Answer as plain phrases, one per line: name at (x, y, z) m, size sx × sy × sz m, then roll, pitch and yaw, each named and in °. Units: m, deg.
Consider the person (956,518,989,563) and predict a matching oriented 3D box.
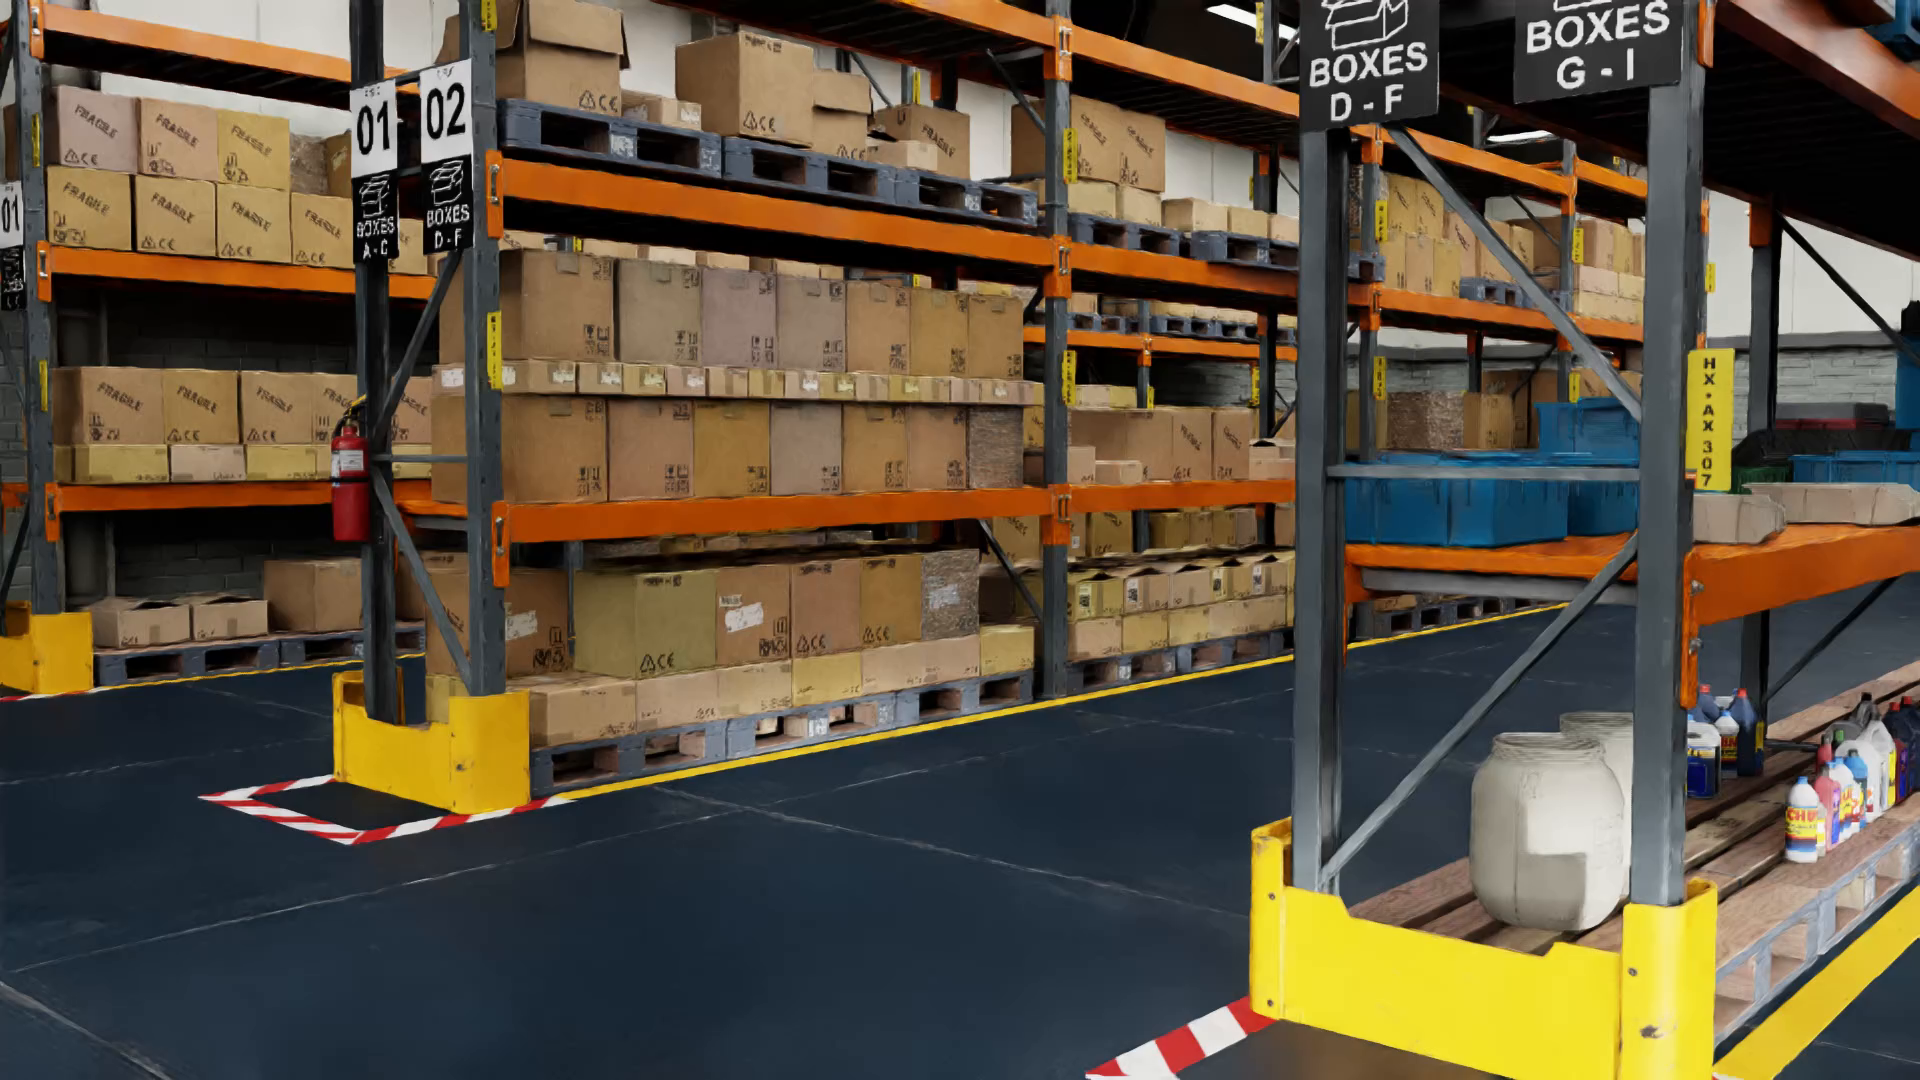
person at (0.097, -0.080, 12.528) m, size 0.494 × 1.789 × 0.637 m, roll 0°, pitch 3°, yaw 8°
